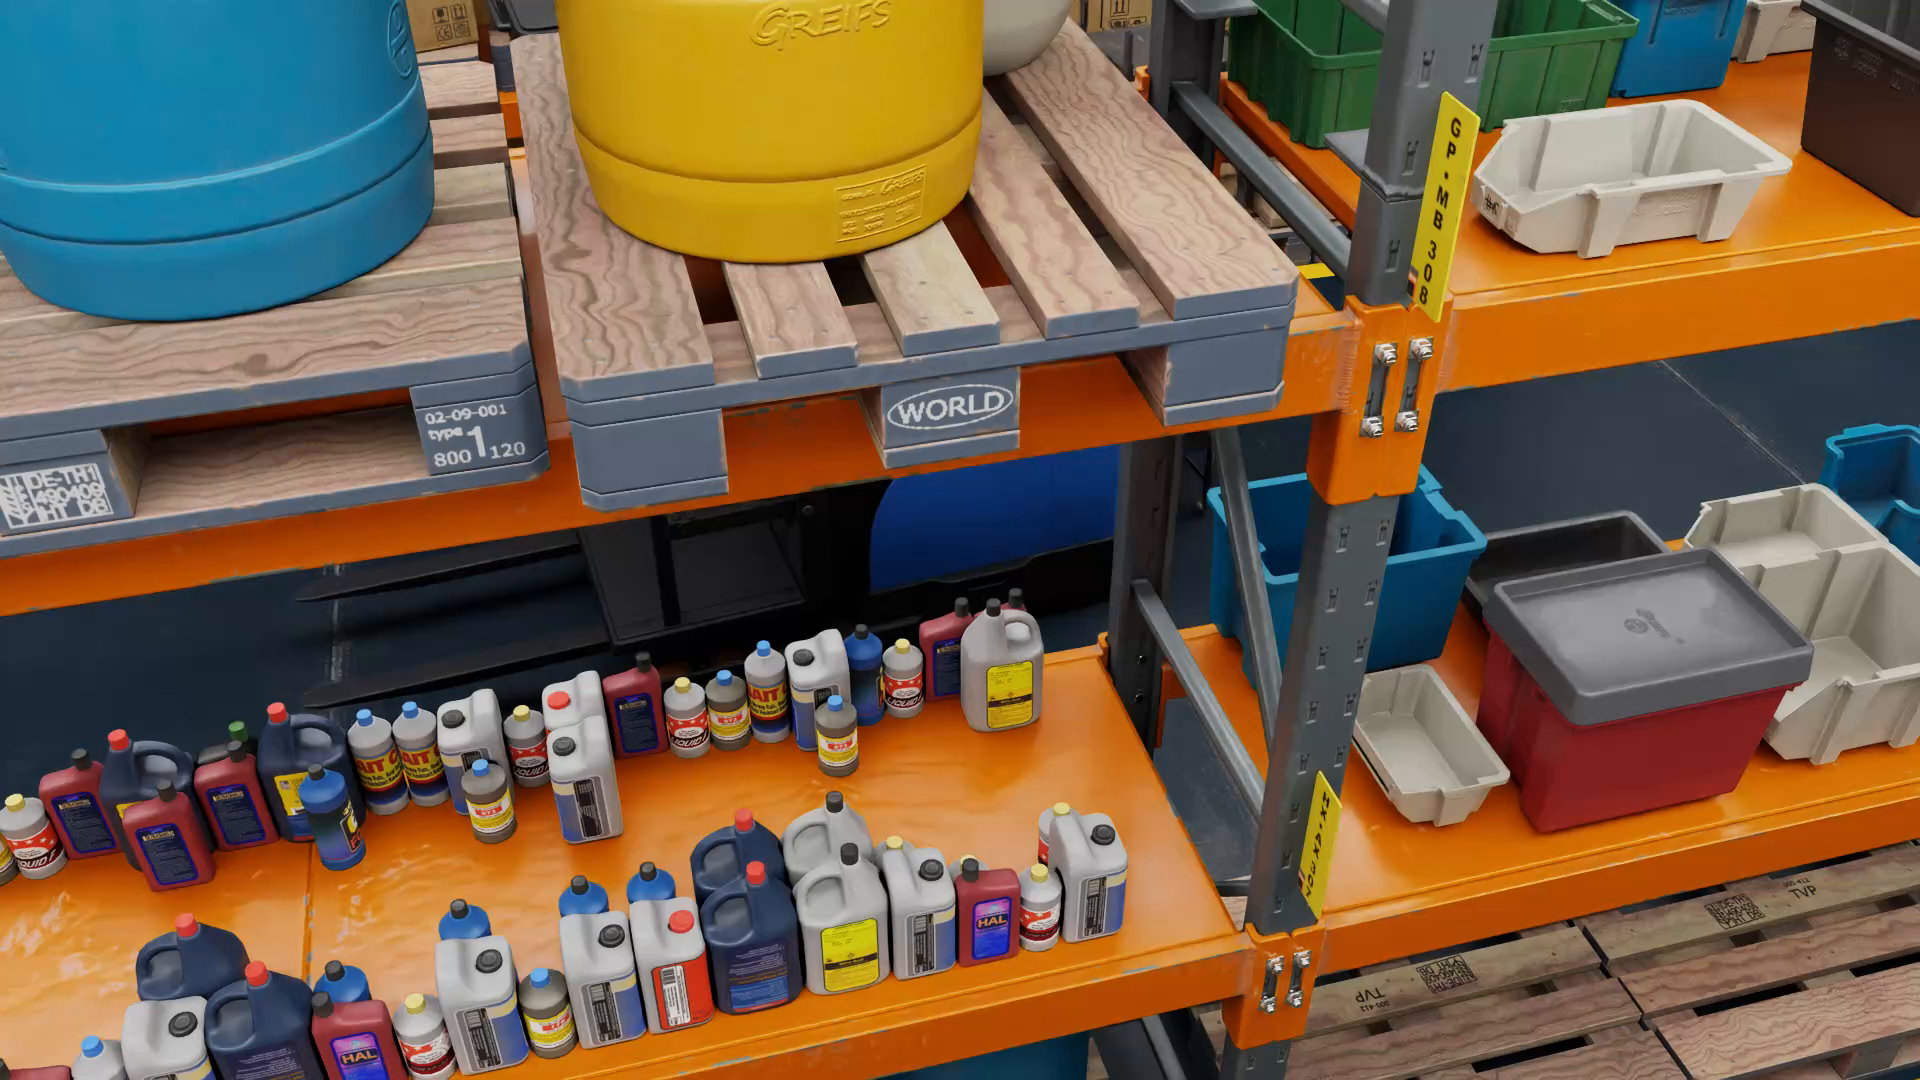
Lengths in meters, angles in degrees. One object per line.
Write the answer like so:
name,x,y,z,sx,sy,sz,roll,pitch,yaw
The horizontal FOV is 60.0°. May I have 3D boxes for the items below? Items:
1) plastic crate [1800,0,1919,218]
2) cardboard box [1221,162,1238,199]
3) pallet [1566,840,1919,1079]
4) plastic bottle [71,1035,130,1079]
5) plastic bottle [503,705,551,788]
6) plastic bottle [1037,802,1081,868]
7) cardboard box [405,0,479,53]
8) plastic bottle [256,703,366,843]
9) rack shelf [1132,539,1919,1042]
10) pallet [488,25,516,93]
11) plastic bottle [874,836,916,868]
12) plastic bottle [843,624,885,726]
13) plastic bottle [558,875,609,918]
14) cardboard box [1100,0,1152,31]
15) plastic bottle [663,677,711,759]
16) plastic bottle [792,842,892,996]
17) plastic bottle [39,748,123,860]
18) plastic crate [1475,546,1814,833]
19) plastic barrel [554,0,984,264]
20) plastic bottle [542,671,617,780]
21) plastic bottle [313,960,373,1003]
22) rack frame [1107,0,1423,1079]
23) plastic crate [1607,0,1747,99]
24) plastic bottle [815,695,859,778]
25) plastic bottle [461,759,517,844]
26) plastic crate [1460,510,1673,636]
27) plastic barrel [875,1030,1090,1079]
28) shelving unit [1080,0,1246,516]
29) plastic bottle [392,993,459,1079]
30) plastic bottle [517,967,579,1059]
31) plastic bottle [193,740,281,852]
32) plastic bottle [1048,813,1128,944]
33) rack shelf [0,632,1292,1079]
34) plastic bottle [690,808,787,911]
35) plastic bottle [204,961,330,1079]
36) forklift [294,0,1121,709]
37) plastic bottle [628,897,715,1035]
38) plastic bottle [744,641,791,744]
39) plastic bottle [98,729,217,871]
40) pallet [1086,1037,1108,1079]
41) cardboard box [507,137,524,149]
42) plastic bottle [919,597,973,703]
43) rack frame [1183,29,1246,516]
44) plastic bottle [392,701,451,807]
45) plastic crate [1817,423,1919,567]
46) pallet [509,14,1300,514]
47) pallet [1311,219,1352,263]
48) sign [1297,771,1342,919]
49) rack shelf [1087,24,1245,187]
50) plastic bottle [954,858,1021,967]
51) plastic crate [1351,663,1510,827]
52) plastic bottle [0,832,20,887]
plastic crate,1.834,-0.787,2.948,0.590,0.269,0.497,-9,38,-12
cardboard box,1.088,-2.001,8.590,0.637,0.503,0.797,-9,38,-12
pallet,2.443,1.162,5.058,1.213,0.211,1.003,-9,38,-12
plastic bottle,-1.562,1.009,3.068,0.097,0.271,0.097,0,37,0
plastic bottle,-0.996,0.467,3.835,0.097,0.201,0.097,0,37,0
plastic bottle,0.217,0.650,3.596,0.097,0.201,0.097,0,37,0
cardboard box,-2.414,-2.408,7.001,0.500,0.500,0.700,-19,41,-23
plastic bottle,-1.444,0.496,3.674,0.185,0.351,0.144,-9,38,-12
rack shelf,2.494,0.358,4.406,4.000,0.370,1.077,-9,38,-12
pallet,-1.524,-2.378,7.548,1.213,0.211,1.003,-9,38,-12
plastic bottle,-0.136,0.707,3.520,0.097,0.201,0.097,0,37,0
plastic bottle,-0.231,0.313,3.977,0.097,0.271,0.097,0,37,0
plastic bottle,-0.753,0.781,3.366,0.097,0.271,0.097,0,37,0
cardboard box,0.816,-2.639,7.648,0.500,0.500,0.500,-10,38,-12
plastic bottle,-0.643,0.409,3.910,0.097,0.201,0.097,0,37,0
plastic bottle,-0.239,0.746,3.347,0.185,0.351,0.144,-9,38,-12
plastic bottle,-1.916,0.573,3.628,0.133,0.283,0.061,-9,38,-12
plastic crate,1.491,0.345,3.728,0.583,0.464,0.402,-9,38,-12
plastic barrel,-0.265,-0.780,2.332,0.600,0.588,0.600,0,37,0
plastic bottle,-0.877,0.435,3.815,0.135,0.276,0.152,-9,38,-12
plastic bottle,-1.176,0.908,3.201,0.097,0.271,0.097,0,37,0
rack frame,0.563,0.389,3.773,0.127,3.000,1.000,-9,38,-12
plastic crate,1.359,-1.068,3.346,0.300,0.233,0.416,-9,38,-12
plastic bottle,-0.286,0.446,3.862,0.097,0.201,0.097,0,37,0
plastic bottle,-1.050,0.571,3.698,0.097,0.201,0.097,0,37,0
plastic crate,1.574,0.139,4.276,0.590,0.125,0.437,-9,38,-12
plastic barrel,0.034,1.132,4.183,0.708,0.901,0.600,-9,38,-12
shelving unit,0.725,-0.998,6.326,0.503,2.100,0.431,-13,39,-16
plastic bottle,-1.031,0.950,3.203,0.097,0.201,0.097,0,37,0
plastic bottle,-0.807,0.913,3.251,0.097,0.201,0.097,0,37,0
plastic bottle,-1.592,0.559,3.647,0.133,0.283,0.061,-9,38,-12
plastic bottle,0.267,0.690,3.481,0.135,0.276,0.152,-9,38,-12
rack shelf,-1.367,0.991,3.577,4.000,0.370,1.077,-9,38,-12
plastic bottle,-0.455,0.691,3.419,0.185,0.351,0.144,-9,38,-12
plastic bottle,-1.302,0.920,3.118,0.185,0.351,0.144,-9,38,-12
forklift,-0.922,-0.927,5.549,3.031,2.935,1.130,-13,39,-16
plastic bottle,-0.572,0.828,3.301,0.135,0.276,0.152,-9,38,-12
plastic bottle,-0.455,0.350,3.929,0.097,0.271,0.097,0,37,0
plastic bottle,-1.751,0.546,3.608,0.185,0.351,0.144,-9,38,-12
pallet,-0.192,1.594,4.492,1.213,0.211,1.003,-9,38,-12
cardboard box,-2.220,-1.905,7.849,0.500,0.250,0.500,-9,38,-12
plastic bottle,-0.031,0.264,4.032,0.133,0.283,0.061,-9,38,-12
rack frame,0.954,-1.049,6.394,0.015,2.100,0.400,-13,39,-16
plastic bottle,-1.220,0.476,3.765,0.097,0.271,0.097,0,37,0
plastic crate,2.540,-0.100,4.500,0.300,0.233,0.416,-9,38,-12
pallet,-0.168,-0.546,2.682,1.003,0.211,1.213,-9,38,-12
pallet,2.294,-1.904,9.066,1.213,0.211,1.003,-9,38,-12
sign,0.705,0.602,3.267,0.005,0.325,0.100,-9,38,-12
rack shelf,0.725,-1.543,5.909,0.480,0.518,0.431,-13,39,-16
plastic bottle,0.056,0.751,3.396,0.133,0.283,0.061,-9,38,-12
plastic crate,1.050,0.480,3.822,0.243,0.136,0.396,-9,38,-12
plastic bottle,-2.116,0.650,3.594,0.097,0.201,0.097,0,37,0
